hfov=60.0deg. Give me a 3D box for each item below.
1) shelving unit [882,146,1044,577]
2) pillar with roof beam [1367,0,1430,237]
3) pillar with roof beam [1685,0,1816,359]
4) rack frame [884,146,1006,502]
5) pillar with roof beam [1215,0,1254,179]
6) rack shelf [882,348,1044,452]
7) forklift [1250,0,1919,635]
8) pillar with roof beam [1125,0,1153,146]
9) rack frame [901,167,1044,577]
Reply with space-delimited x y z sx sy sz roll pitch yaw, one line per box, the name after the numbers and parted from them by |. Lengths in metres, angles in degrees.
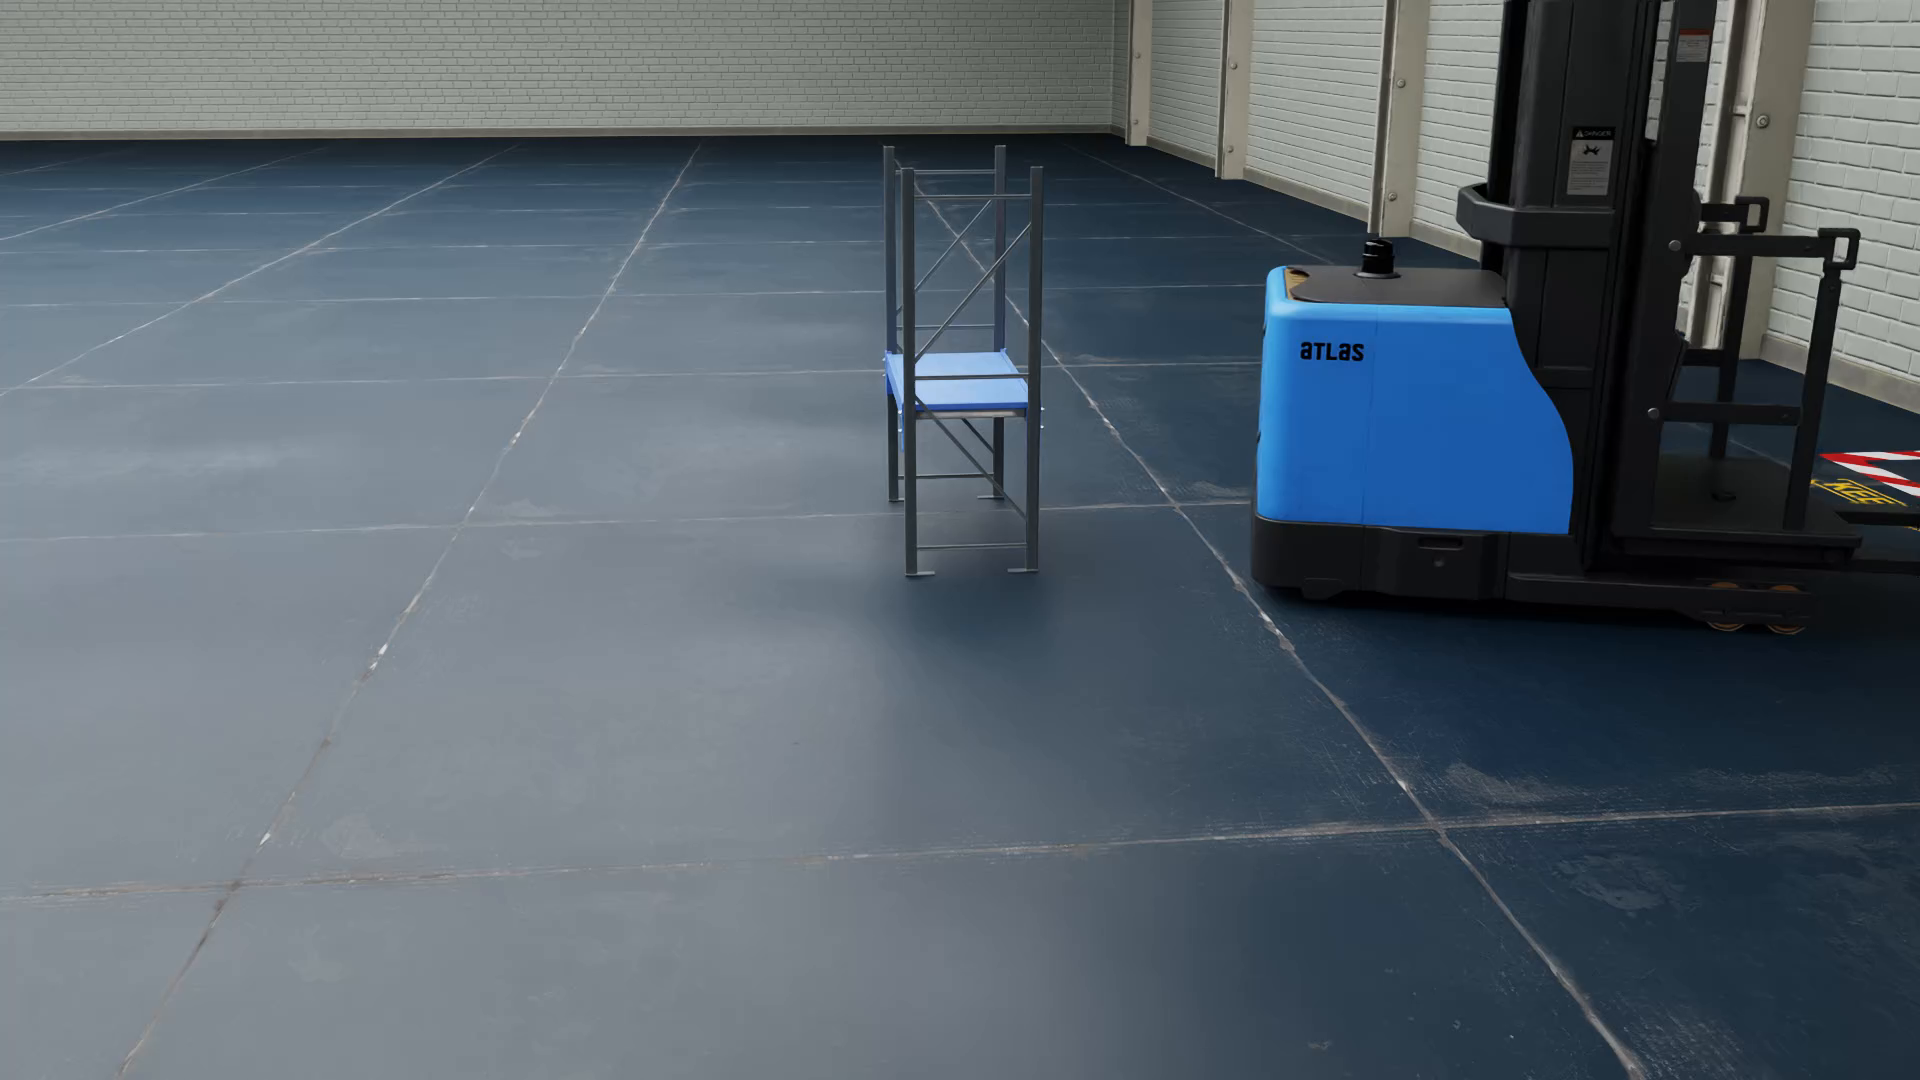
-0.009 -0.741 6.533 0.538 1.500 1.048 -2 18 -6 | shelving unit
-0.122 -7.121 14.335 9.100 9.000 0.400 -2 18 -6 | pillar with roof beam
0.497 -5.333 8.641 9.100 9.000 0.400 -2 18 -6 | pillar with roof beam
-0.061 -0.892 7.016 0.500 1.500 0.032 -2 18 -6 | rack frame
-0.741 -8.908 20.029 9.100 9.000 0.400 -2 18 -6 | pillar with roof beam
-0.009 -0.569 6.587 0.538 0.185 1.000 -2 18 -6 | rack shelf
2.616 -1.248 5.759 3.031 2.935 1.130 3 18 9 | forklift
-1.359 -10.696 25.723 9.100 9.000 0.400 -2 18 -6 | pillar with roof beam
0.044 -0.590 6.051 0.500 1.500 0.032 -2 18 -6 | rack frame
